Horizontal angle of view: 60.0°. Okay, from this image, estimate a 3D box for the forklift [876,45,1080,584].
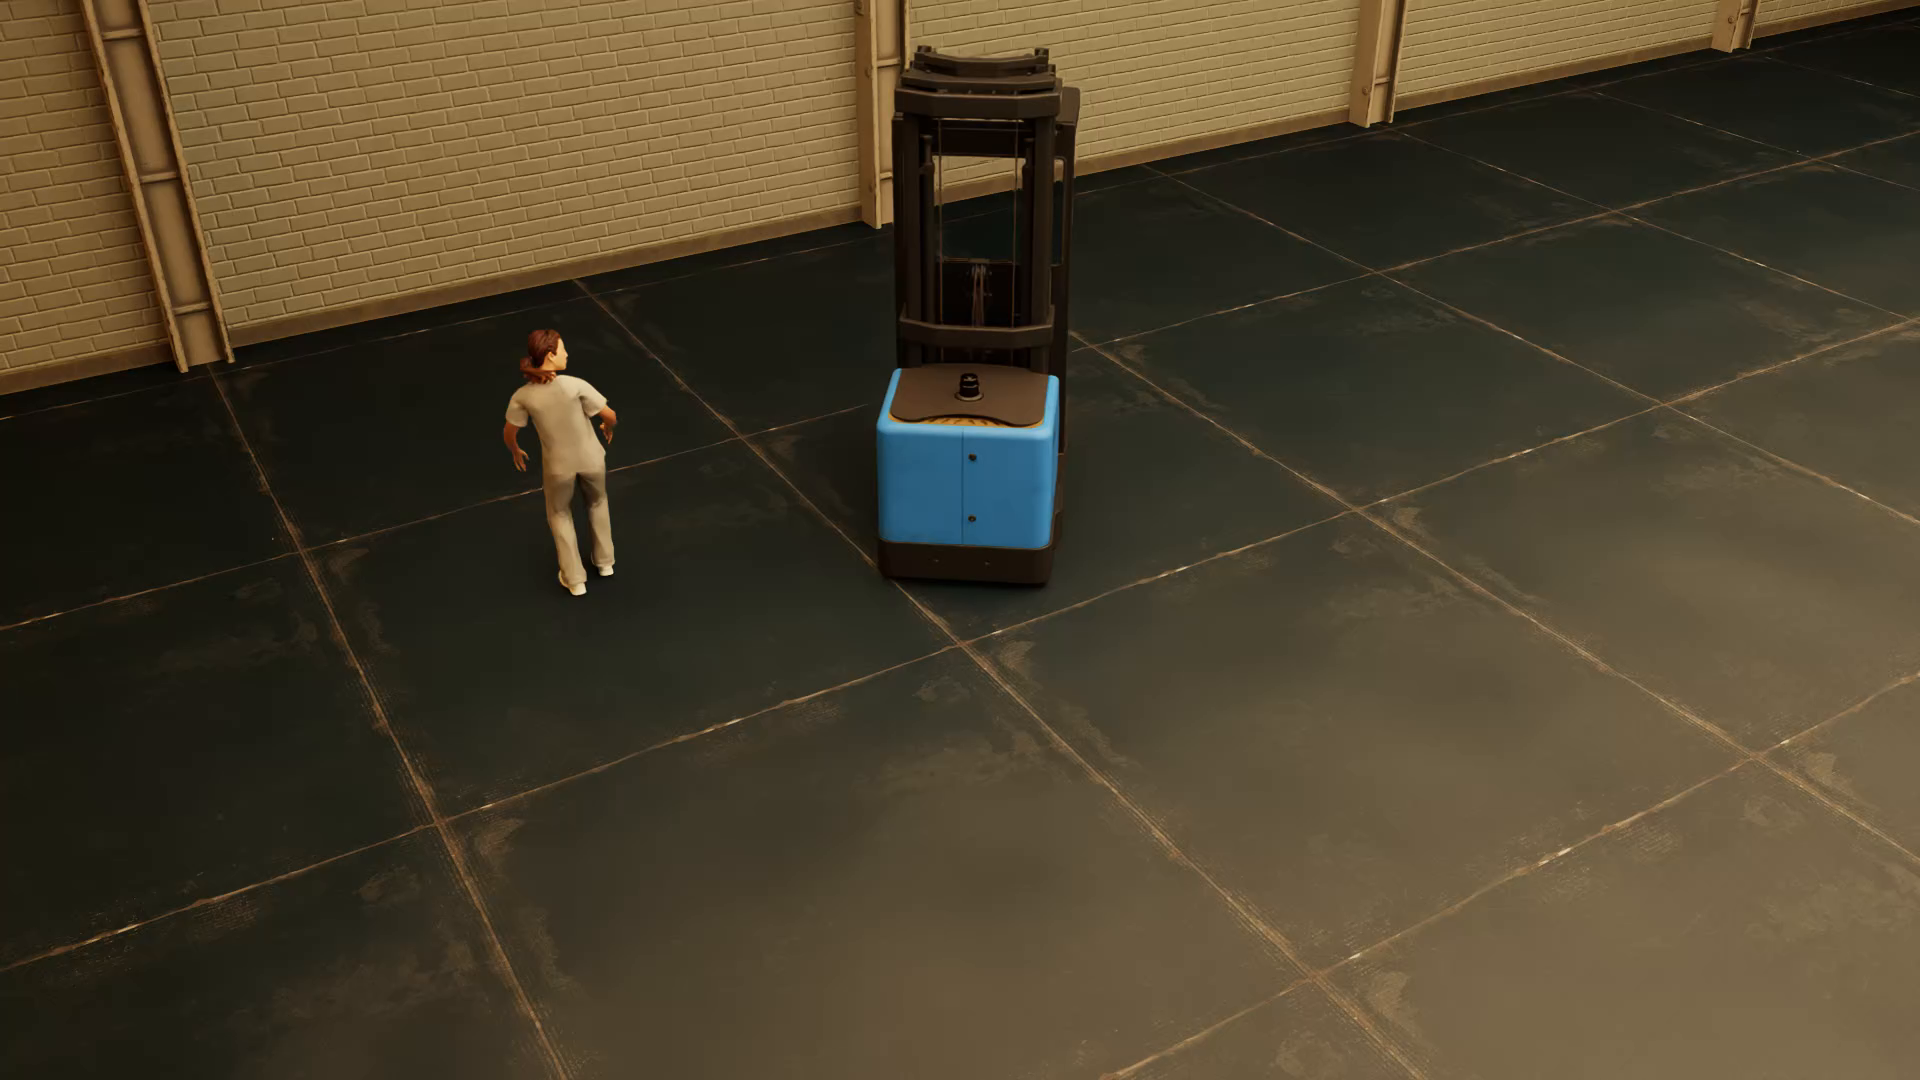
[{"bbox_3d":[0.165,-1.729,10.534,1.130,2.935,3.031,3,31,5],"label":"forklift"}]

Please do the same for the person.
[{"bbox_3d":[-2.308,-0.472,9.713,0.638,1.633,0.473,-8,32,-13],"label":"person"}]
